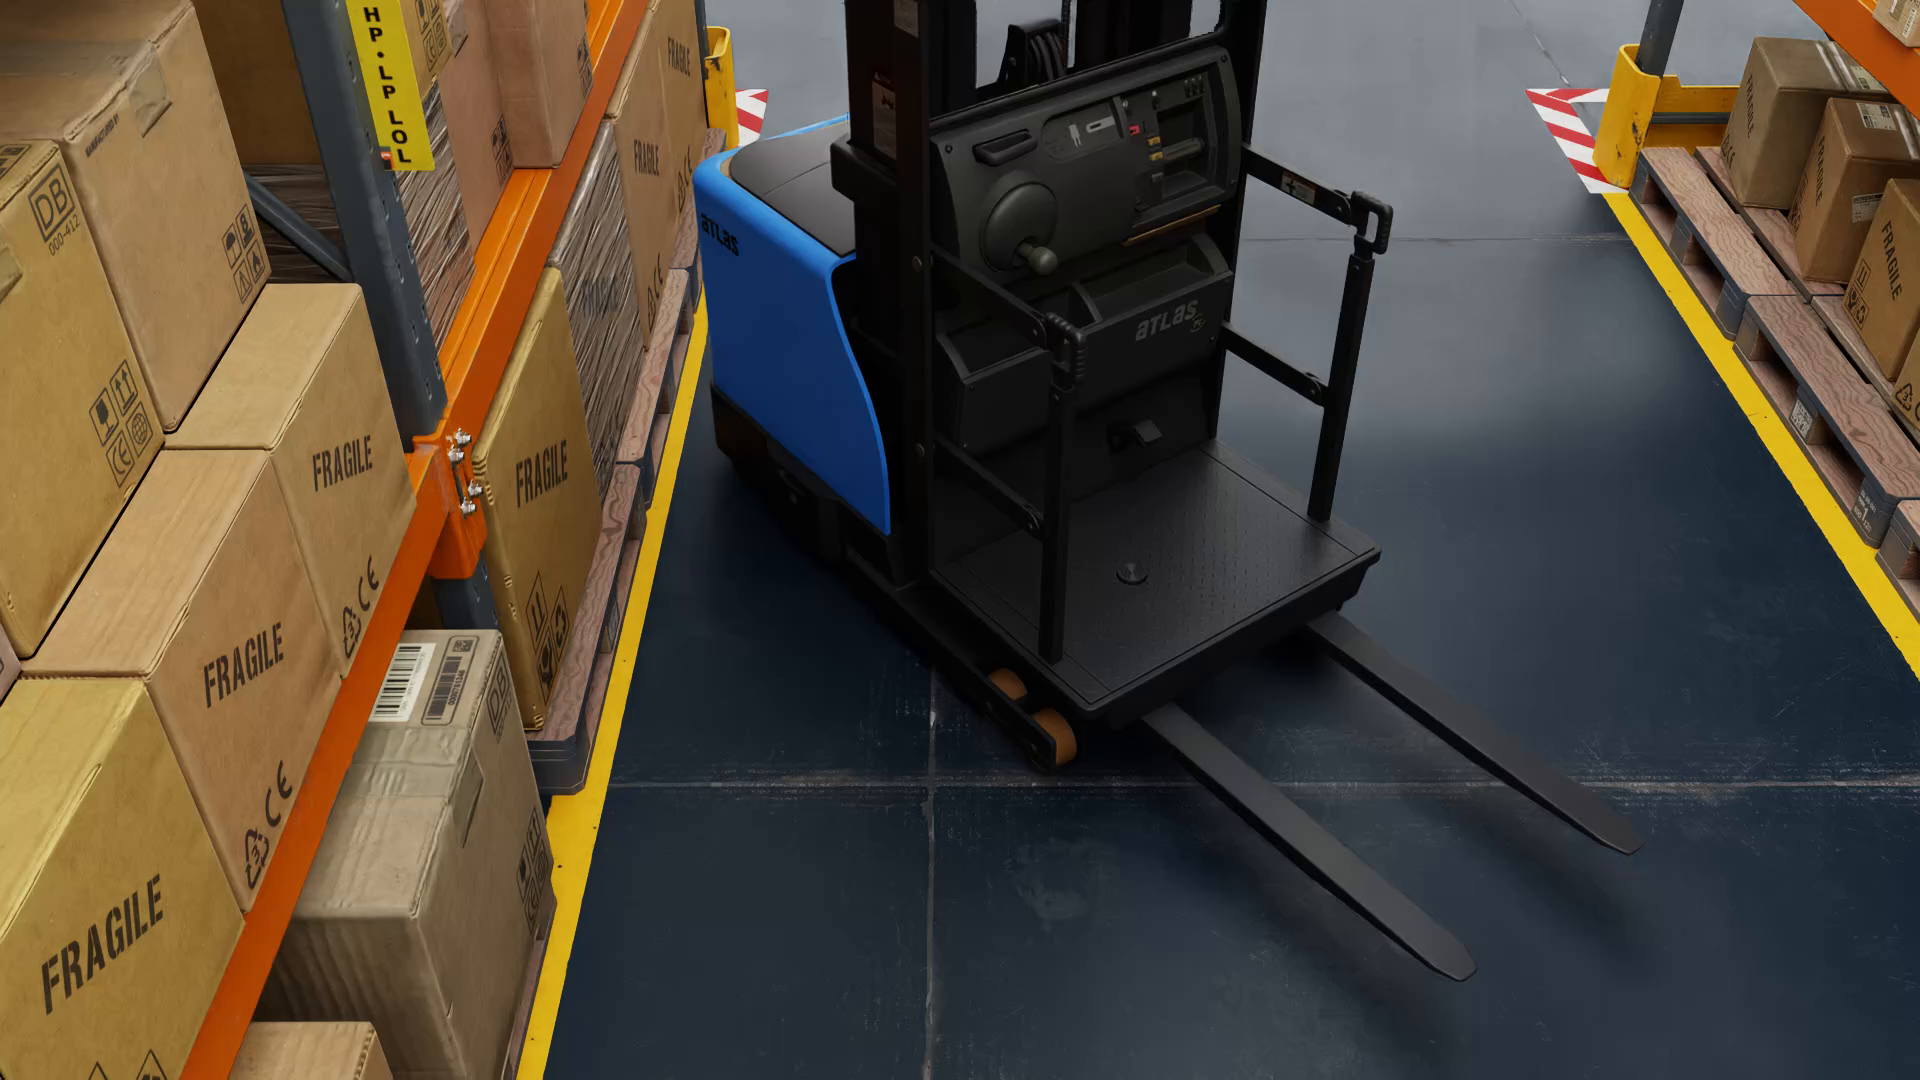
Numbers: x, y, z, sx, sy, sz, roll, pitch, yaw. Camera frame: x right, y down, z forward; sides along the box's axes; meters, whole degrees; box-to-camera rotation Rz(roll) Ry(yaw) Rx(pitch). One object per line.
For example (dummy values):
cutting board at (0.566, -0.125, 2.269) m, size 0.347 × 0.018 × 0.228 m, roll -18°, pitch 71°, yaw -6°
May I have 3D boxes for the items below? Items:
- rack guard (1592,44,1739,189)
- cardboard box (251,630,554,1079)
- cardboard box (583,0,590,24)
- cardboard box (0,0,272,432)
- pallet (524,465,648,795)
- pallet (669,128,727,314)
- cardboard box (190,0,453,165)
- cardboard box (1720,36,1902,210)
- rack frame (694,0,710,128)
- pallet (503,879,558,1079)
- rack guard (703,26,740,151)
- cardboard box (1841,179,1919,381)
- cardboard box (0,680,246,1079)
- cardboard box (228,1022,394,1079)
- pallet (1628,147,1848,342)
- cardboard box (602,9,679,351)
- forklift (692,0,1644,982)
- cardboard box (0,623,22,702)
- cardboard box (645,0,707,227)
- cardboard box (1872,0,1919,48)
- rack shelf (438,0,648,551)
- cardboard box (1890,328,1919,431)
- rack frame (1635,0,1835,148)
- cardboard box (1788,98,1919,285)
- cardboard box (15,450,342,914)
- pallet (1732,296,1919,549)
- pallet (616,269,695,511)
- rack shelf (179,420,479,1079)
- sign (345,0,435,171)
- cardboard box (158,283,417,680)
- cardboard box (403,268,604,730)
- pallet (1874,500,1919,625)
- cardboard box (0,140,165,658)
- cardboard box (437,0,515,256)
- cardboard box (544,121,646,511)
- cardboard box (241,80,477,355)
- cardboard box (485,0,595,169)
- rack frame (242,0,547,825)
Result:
rack guard at (3.380, -1.811, 7.110) m, size 1.175 × 0.500 × 0.348 m, roll 0°, pitch 39°, yaw 0°
cardboard box at (-1.485, 0.710, 3.429) m, size 1.050 × 0.750 × 0.750 m, roll 0°, pitch 39°, yaw 0°
cardboard box at (-1.595, -1.695, 4.846) m, size 0.875 × 0.550 × 0.500 m, roll 0°, pitch 39°, yaw 0°
cardboard box at (-1.569, -0.511, 2.609) m, size 0.700 × 0.500 × 0.500 m, roll -1°, pitch 39°, yaw -1°
pallet at (-1.498, 0.220, 4.806) m, size 1.003 × 0.211 × 1.213 m, roll 0°, pitch 39°, yaw 0°
pallet at (-1.501, -1.305, 6.710) m, size 1.003 × 0.211 × 1.213 m, roll 0°, pitch 39°, yaw 0°
cardboard box at (-1.541, -1.103, 3.244) m, size 0.875 × 0.550 × 0.550 m, roll 0°, pitch 39°, yaw 0°
cardboard box at (3.364, -1.632, 6.551) m, size 0.500 × 0.500 × 0.500 m, roll 7°, pitch 39°, yaw 8°
rack frame at (-1.580, -2.894, 6.462) m, size 1.000 × 3.000 × 0.127 m, roll 0°, pitch 39°, yaw 0°
pallet at (-1.499, 1.178, 3.611) m, size 1.003 × 0.211 × 1.213 m, roll 0°, pitch 39°, yaw 0°
rack guard at (-1.580, -1.933, 7.263) m, size 1.175 × 0.500 × 0.348 m, roll 0°, pitch 39°, yaw 0°
cardboard box at (3.381, -0.867, 5.596) m, size 0.500 × 0.500 × 0.500 m, roll 3°, pitch 39°, yaw 4°
cardboard box at (-1.306, 0.527, 2.114) m, size 0.500 × 0.500 × 0.500 m, roll 0°, pitch 39°, yaw 0°
cardboard box at (-1.487, 1.313, 2.676) m, size 1.050 × 0.750 × 0.750 m, roll 0°, pitch 39°, yaw 0°
pallet at (3.346, -1.190, 6.566) m, size 1.003 × 0.211 × 1.213 m, roll 0°, pitch 39°, yaw 0°
cardboard box at (-1.510, -1.254, 5.780) m, size 0.875 × 0.875 × 0.875 m, roll -1°, pitch 39°, yaw -1°
forklift at (0.469, -0.876, 3.999) m, size 1.130 × 2.935 × 3.031 m, roll -25°, pitch 45°, yaw -28°
cardboard box at (-1.566, 0.127, 1.814) m, size 0.700 × 0.500 × 0.500 m, roll 0°, pitch 39°, yaw 0°
cardboard box at (-1.513, -1.804, 6.466) m, size 0.875 × 0.875 × 0.875 m, roll 0°, pitch 39°, yaw 0°
cardboard box at (3.047, -1.619, 5.073) m, size 0.380 × 0.149 × 0.250 m, roll 0°, pitch 39°, yaw 0°
rack shelf at (-1.578, -1.362, 5.126) m, size 1.077 × 0.370 × 4.000 m, roll 0°, pitch 39°, yaw 0°
cardboard box at (3.337, -0.518, 5.160) m, size 0.500 × 0.500 × 0.500 m, roll -3°, pitch 39°, yaw -4°
rack frame at (3.380, -2.834, 6.388) m, size 1.000 × 3.000 × 0.127 m, roll 0°, pitch 39°, yaw 0°
cardboard box at (3.399, -1.258, 6.084) m, size 0.500 × 0.500 × 0.500 m, roll 10°, pitch 40°, yaw 12°
cardboard box at (-1.307, 0.211, 2.508) m, size 0.500 × 0.500 × 0.500 m, roll 0°, pitch 39°, yaw -1°
pallet at (3.344, -0.429, 5.617) m, size 1.003 × 0.211 × 1.213 m, roll 0°, pitch 39°, yaw 0°
pallet at (-1.502, -0.544, 5.761) m, size 1.003 × 0.211 × 1.213 m, roll 0°, pitch 39°, yaw 0°
rack shelf at (-1.573, 1.139, 2.005) m, size 1.077 × 0.370 × 4.000 m, roll 0°, pitch 39°, yaw 0°
sign at (-1.033, -0.820, 3.012) m, size 0.100 × 0.325 × 0.005 m, roll 0°, pitch 39°, yaw 0°
cardboard box at (-1.307, -0.105, 2.903) m, size 0.500 × 0.500 × 0.500 m, roll 0°, pitch 39°, yaw 0°
cardboard box at (-1.506, -0.120, 4.365) m, size 0.875 × 0.875 × 0.875 m, roll 1°, pitch 39°, yaw 1°
pallet at (3.349, 0.336, 4.662) m, size 1.003 × 0.211 × 1.213 m, roll 0°, pitch 39°, yaw 0°
cardboard box at (-1.566, -0.189, 2.208) m, size 0.700 × 0.500 × 0.500 m, roll -1°, pitch 39°, yaw -1°
cardboard box at (-1.611, -1.025, 4.011) m, size 0.875 × 0.550 × 0.550 m, roll 0°, pitch 39°, yaw 0°
cardboard box at (-1.511, -0.684, 5.068) m, size 0.875 × 0.875 × 0.875 m, roll 0°, pitch 39°, yaw 0°
cardboard box at (-1.588, -0.681, 3.582) m, size 0.875 × 0.550 × 0.550 m, roll 0°, pitch 39°, yaw 0°
cardboard box at (-1.494, -1.363, 4.432) m, size 0.875 × 0.550 × 0.550 m, roll 0°, pitch 39°, yaw 0°
rack frame at (-1.575, -0.392, 3.341) m, size 1.000 × 3.000 × 0.127 m, roll 0°, pitch 39°, yaw 0°
